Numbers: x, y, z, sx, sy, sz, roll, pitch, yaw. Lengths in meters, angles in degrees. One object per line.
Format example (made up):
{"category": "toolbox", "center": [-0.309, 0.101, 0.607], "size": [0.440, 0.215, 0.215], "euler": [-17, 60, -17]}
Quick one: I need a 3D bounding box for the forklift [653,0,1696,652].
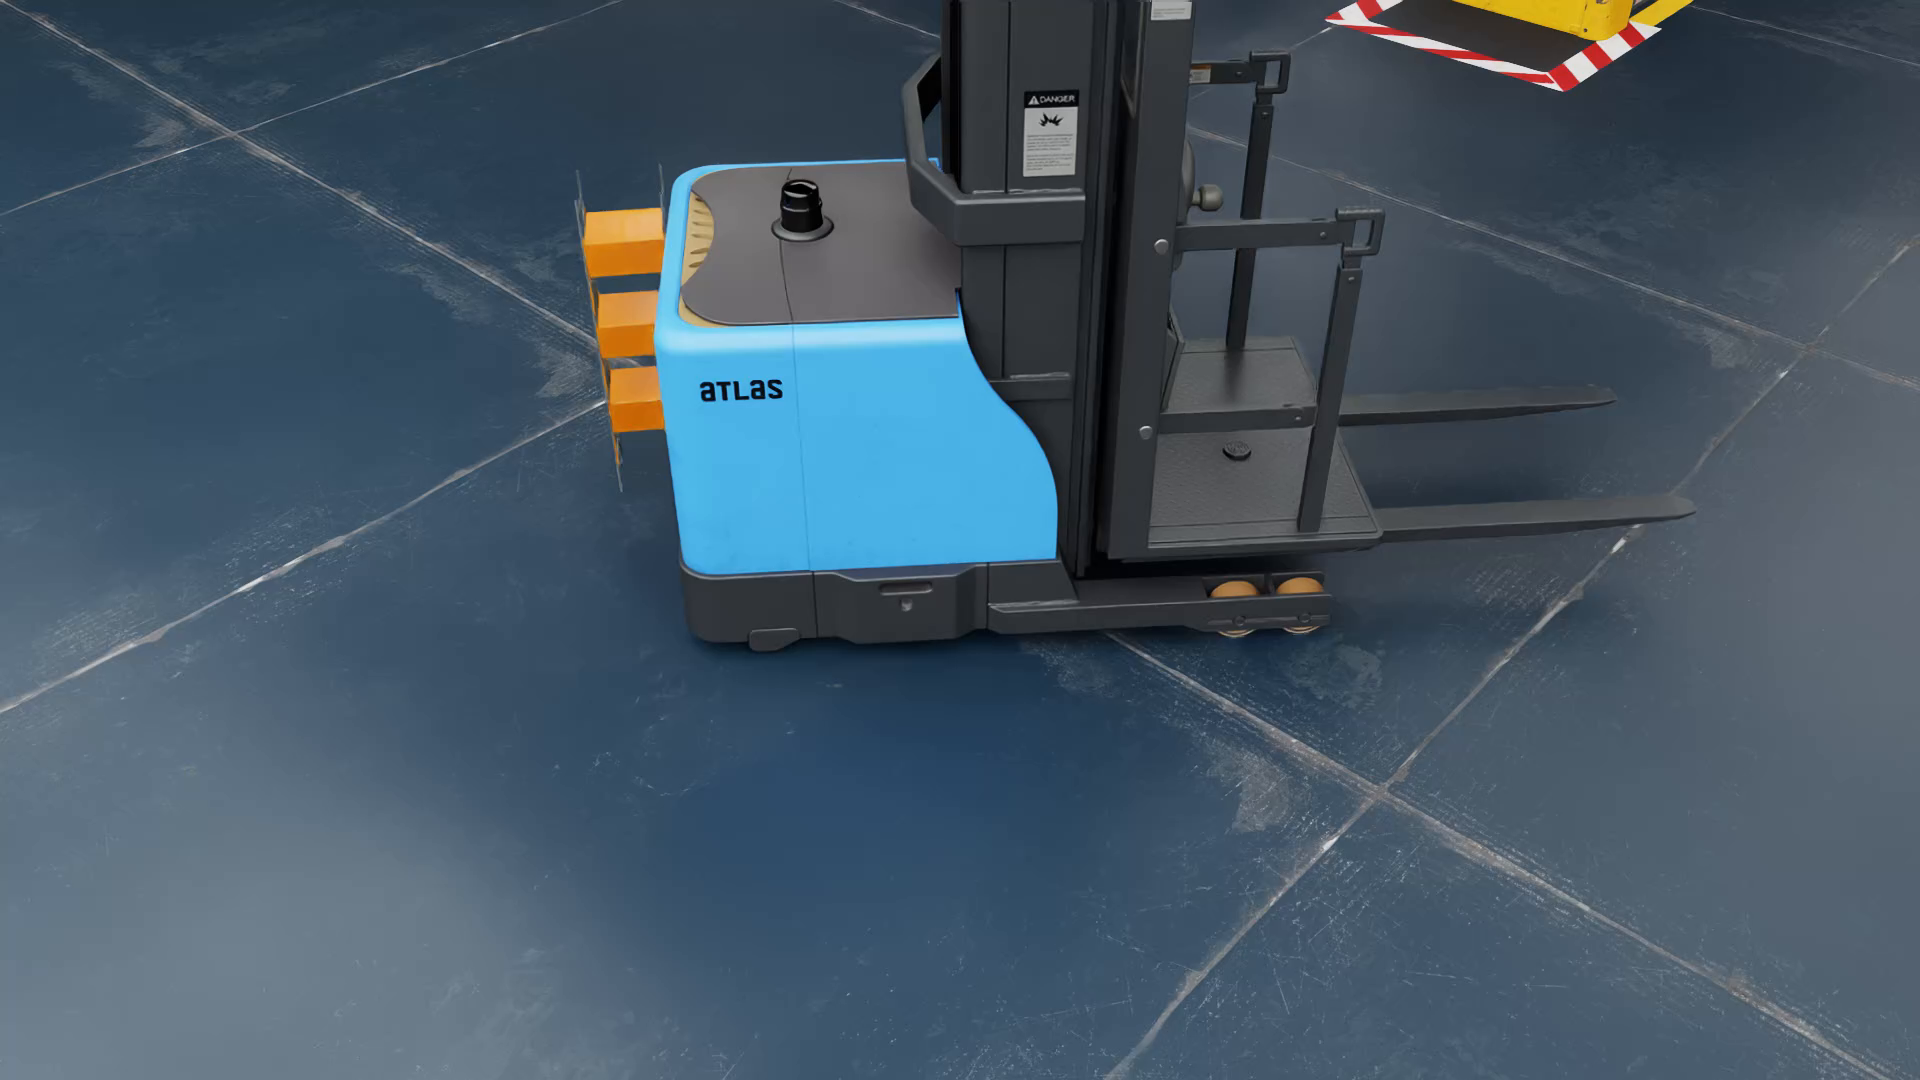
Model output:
{"category": "forklift", "center": [0.682, -1.191, 4.392], "size": [3.031, 2.935, 1.130], "euler": [-3, 39, -4]}

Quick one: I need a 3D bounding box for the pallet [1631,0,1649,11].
{"category": "pallet", "center": [3.481, -3.292, 9.220], "size": [1.003, 0.211, 1.213], "euler": [30, 47, 32]}

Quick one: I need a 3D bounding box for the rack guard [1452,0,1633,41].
{"category": "rack guard", "center": [2.929, -3.034, 8.664], "size": [1.175, 0.500, 0.348], "euler": [30, 47, 32]}

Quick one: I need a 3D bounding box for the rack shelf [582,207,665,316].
{"category": "rack shelf", "center": [-1.003, -0.853, 5.040], "size": [0.240, 0.259, 0.215], "euler": [-5, 39, -7]}

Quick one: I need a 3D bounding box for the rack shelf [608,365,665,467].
{"category": "rack shelf", "center": [-1.003, -0.413, 5.390], "size": [0.240, 0.259, 0.215], "euler": [-5, 39, -7]}

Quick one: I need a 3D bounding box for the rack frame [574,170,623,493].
{"category": "rack frame", "center": [-1.123, -0.628, 5.196], "size": [0.008, 1.050, 0.200], "euler": [-5, 39, -7]}

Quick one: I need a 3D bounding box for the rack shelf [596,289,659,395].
{"category": "rack shelf", "center": [-1.003, -0.631, 5.217], "size": [0.240, 0.259, 0.215], "euler": [-5, 39, -7]}

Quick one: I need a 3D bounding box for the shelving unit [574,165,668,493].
{"category": "shelving unit", "center": [-1.003, -0.639, 5.210], "size": [0.252, 1.050, 0.215], "euler": [-5, 39, -7]}

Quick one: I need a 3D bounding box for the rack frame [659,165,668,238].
{"category": "rack frame", "center": [-0.882, -0.650, 5.224], "size": [0.008, 1.050, 0.200], "euler": [-5, 39, -7]}
